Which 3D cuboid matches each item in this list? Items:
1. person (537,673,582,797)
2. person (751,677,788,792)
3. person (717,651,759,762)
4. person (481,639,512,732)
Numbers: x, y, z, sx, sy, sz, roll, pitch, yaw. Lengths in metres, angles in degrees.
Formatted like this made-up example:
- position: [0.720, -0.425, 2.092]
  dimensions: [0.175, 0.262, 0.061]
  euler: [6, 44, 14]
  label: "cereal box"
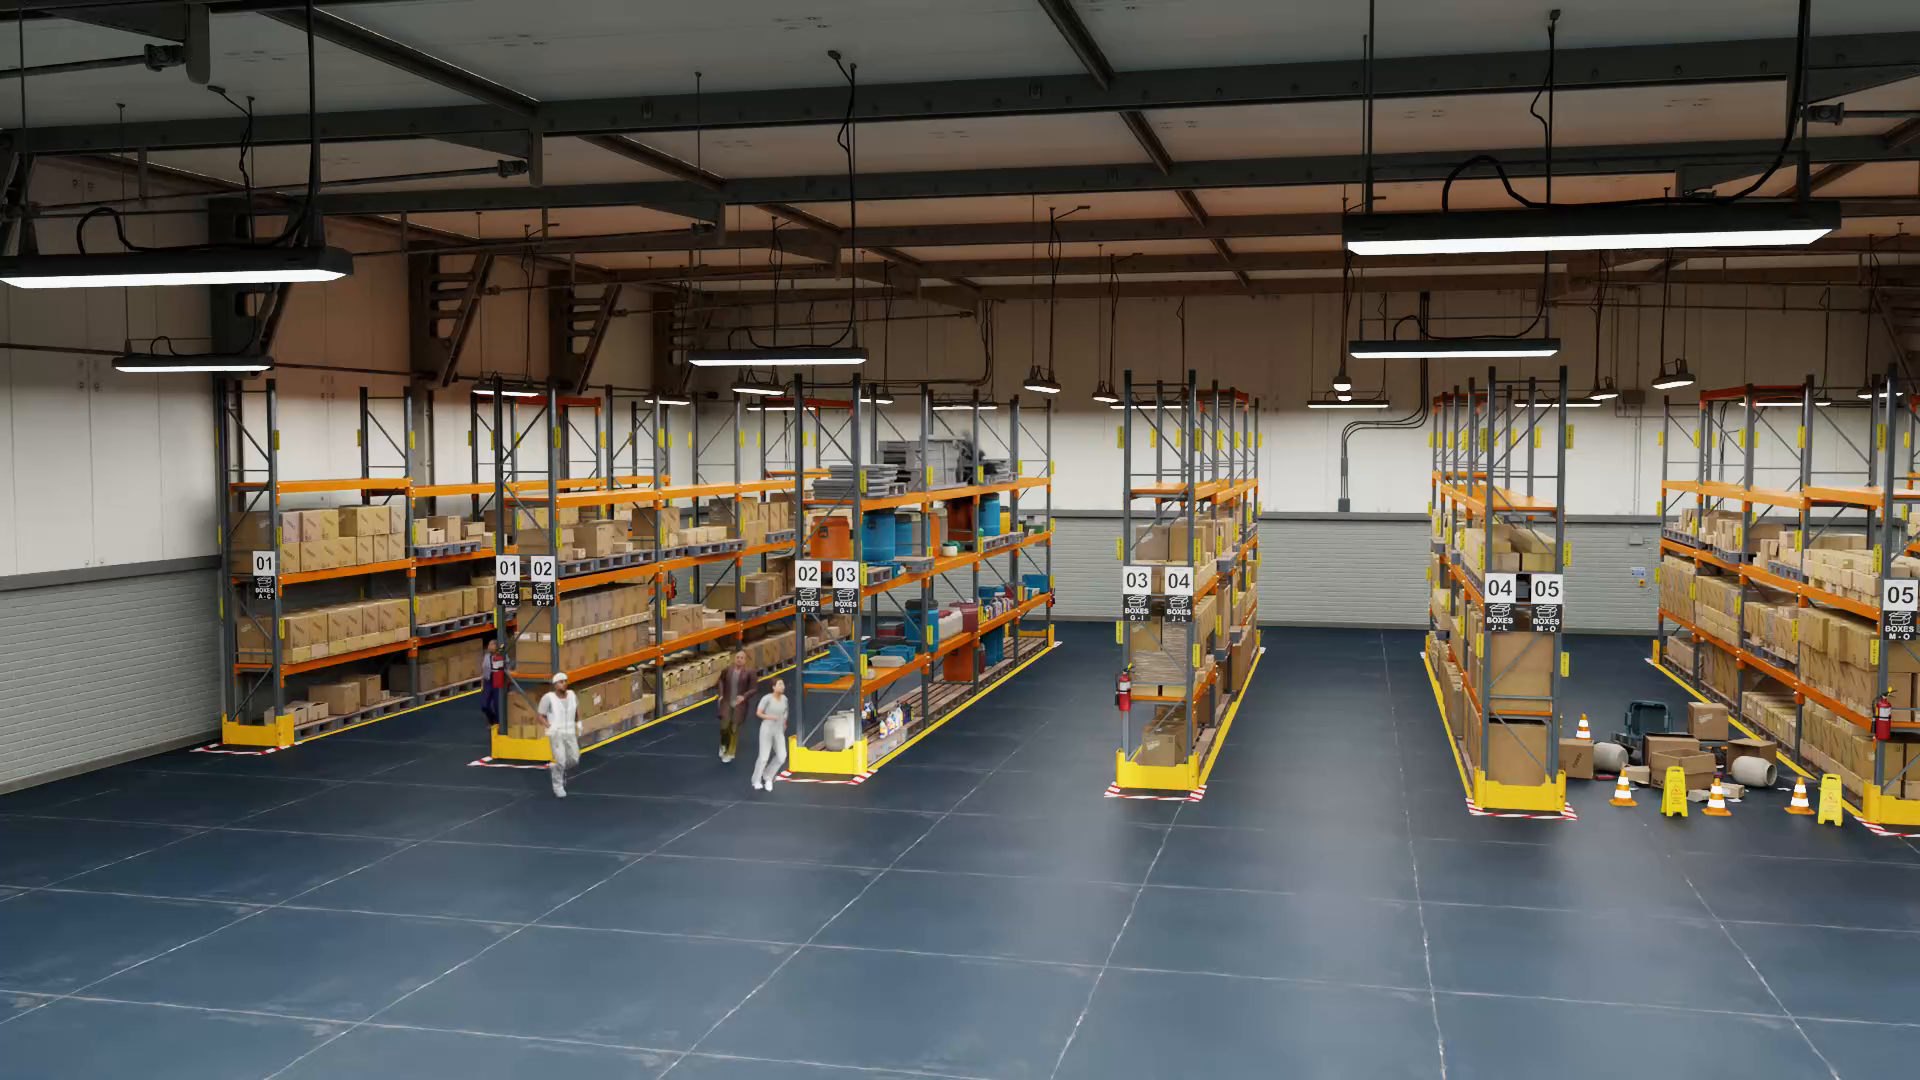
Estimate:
- position: [-5.627, 2.730, 23.456]
  dimensions: [0.618, 1.737, 0.718]
  euler: [3, 5, 45]
  label: "person"
- position: [-2.636, 2.766, 23.751]
  dimensions: [0.575, 1.633, 0.617]
  euler: [-2, 4, -30]
  label: "person"
- position: [-3.477, 2.592, 25.868]
  dimensions: [0.689, 1.733, 0.602]
  euler: [0, 3, 4]
  label: "person"
- position: [-7.922, 2.503, 28.272]
  dimensions: [0.588, 1.602, 0.574]
  euler: [1, 4, 12]
  label: "person"
